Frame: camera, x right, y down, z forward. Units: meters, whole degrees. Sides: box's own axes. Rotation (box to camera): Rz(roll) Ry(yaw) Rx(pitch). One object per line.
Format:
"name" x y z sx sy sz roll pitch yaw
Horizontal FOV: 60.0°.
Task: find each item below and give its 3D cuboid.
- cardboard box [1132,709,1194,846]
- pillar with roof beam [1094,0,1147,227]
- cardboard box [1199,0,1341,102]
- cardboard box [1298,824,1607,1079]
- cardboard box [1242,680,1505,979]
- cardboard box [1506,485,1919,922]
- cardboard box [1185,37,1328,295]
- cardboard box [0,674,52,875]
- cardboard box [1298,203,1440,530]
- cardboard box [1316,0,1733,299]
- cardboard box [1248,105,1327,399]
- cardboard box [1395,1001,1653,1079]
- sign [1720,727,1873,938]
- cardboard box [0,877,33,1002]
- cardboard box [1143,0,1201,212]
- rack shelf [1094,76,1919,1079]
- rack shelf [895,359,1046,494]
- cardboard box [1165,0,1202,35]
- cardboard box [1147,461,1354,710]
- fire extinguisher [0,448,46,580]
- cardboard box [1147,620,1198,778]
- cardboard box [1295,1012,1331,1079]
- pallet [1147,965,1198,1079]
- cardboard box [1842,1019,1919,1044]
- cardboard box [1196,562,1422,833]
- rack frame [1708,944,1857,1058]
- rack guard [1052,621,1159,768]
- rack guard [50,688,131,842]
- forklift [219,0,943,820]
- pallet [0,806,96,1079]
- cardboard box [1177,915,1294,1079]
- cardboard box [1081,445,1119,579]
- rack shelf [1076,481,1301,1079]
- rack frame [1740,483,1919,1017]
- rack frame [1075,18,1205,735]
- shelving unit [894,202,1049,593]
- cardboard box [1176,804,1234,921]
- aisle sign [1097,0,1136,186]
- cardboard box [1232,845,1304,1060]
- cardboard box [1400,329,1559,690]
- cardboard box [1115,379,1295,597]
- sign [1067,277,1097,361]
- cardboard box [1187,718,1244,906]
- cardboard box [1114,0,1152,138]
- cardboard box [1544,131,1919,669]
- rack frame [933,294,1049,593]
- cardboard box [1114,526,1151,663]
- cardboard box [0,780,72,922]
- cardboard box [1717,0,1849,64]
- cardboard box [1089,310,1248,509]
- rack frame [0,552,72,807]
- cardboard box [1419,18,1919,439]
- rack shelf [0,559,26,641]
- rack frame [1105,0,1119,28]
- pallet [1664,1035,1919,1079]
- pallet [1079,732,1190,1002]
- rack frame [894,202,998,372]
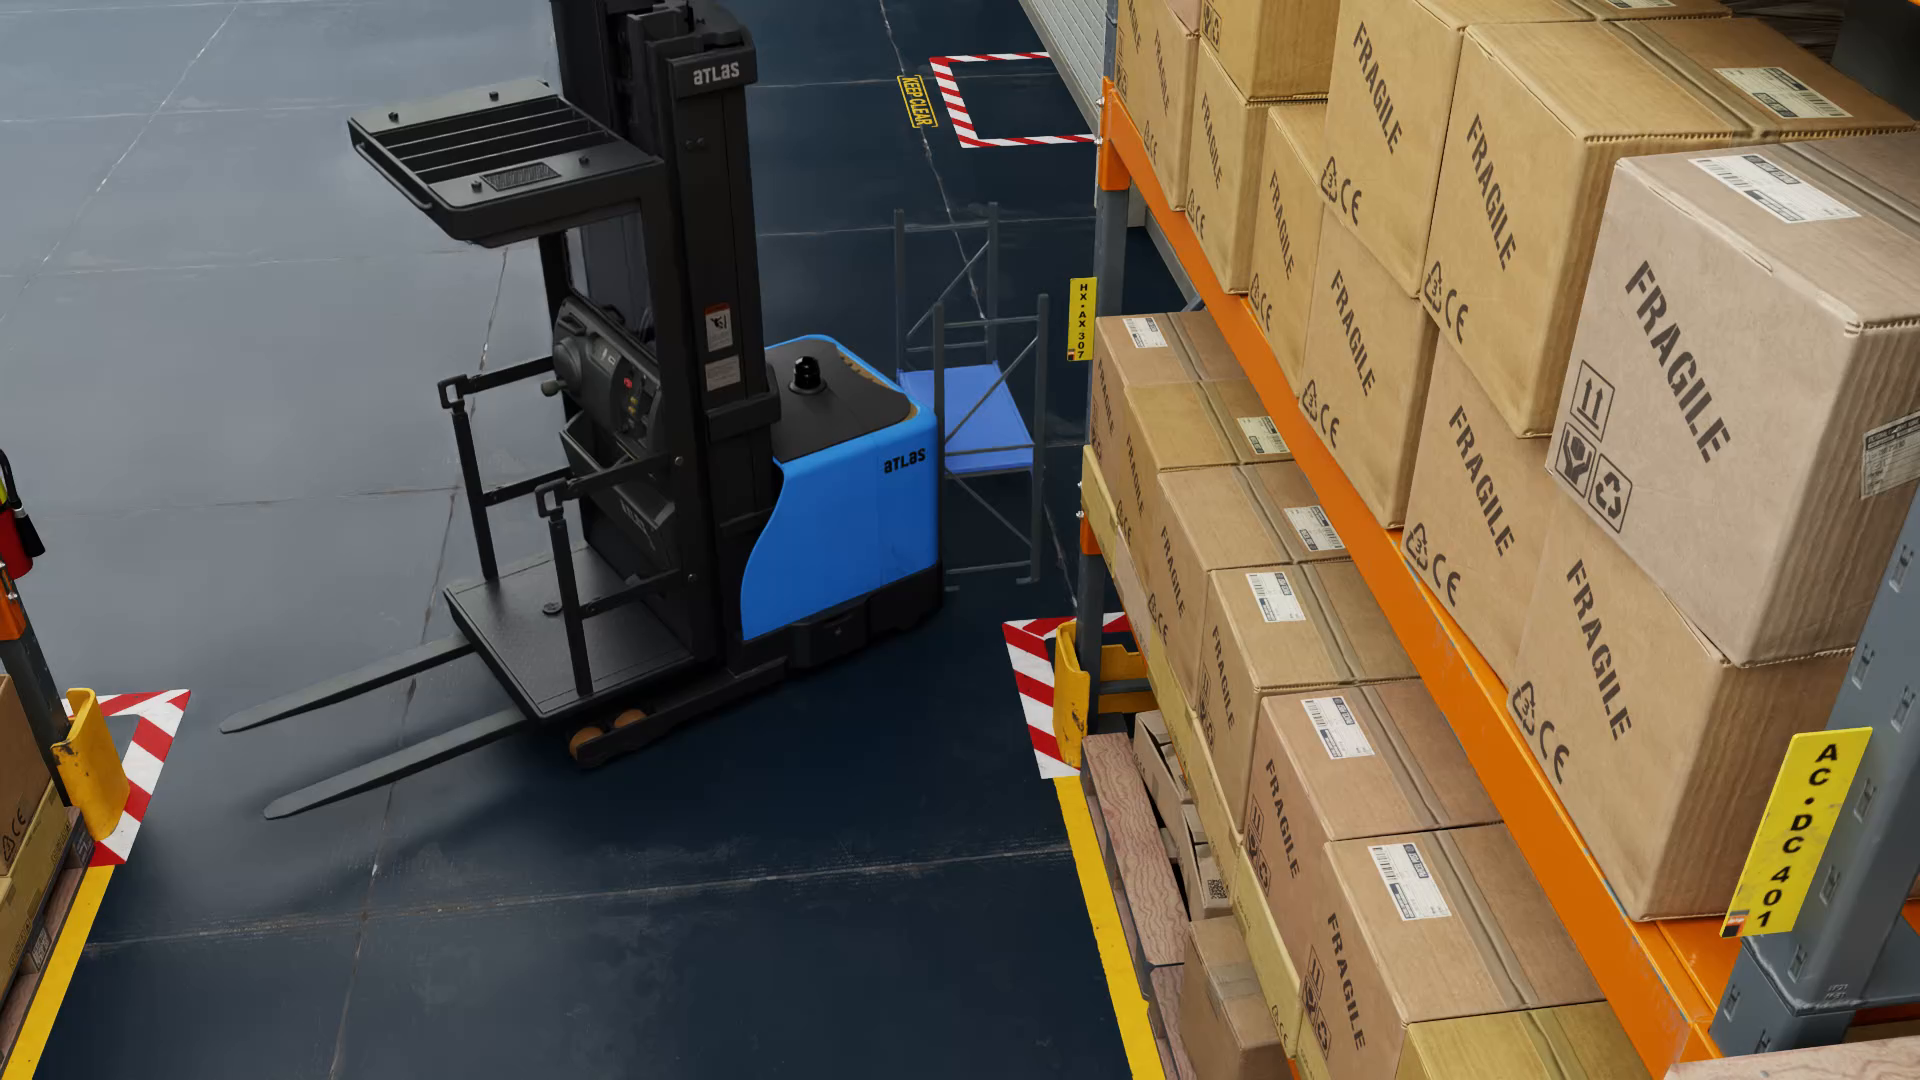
"cardboard box" 0.983 0.847 6.341 0.500 0.311 0.500 -8 35 -12
"pillar with roof beam" -3.142 -5.652 8.552 9.100 9.000 0.400 -4 35 -6
"cardboard box" 0.888 -1.376 3.947 0.500 0.500 0.500 -3 34 -5
"cardboard box" 1.074 0.982 3.595 0.500 0.500 0.500 -5 35 -7
"cardboard box" 1.017 0.700 4.009 0.500 0.500 0.500 -5 35 -8
"cardboard box" 1.204 0.203 2.518 0.500 0.500 0.500 -3 34 -5
"cardboard box" 0.887 -0.967 4.236 0.500 0.500 0.500 -3 34 -4
"cardboard box" -3.562 0.831 5.770 0.500 0.500 0.500 -4 35 -6
"cardboard box" 1.037 -0.385 3.381 0.500 0.500 0.500 -6 35 -8
"cardboard box" 1.016 -0.800 3.103 0.500 0.500 0.500 -6 35 -8
"cardboard box" 0.980 -0.670 3.799 0.500 0.500 0.500 -2 34 -3
"cardboard box" 1.147 1.260 3.187 0.500 0.500 0.500 -4 35 -6
"sign" 0.981 0.349 1.952 0.100 0.325 0.005 -4 35 -6
"cardboard box" -3.485 1.419 5.572 0.500 0.250 0.500 -4 35 -6
"cardboard box" 0.813 -1.257 4.660 0.500 0.500 0.500 -2 34 -3
"rack shelf" 1.248 -0.302 4.004 1.077 0.370 4.000 -4 35 -6
"rack shelf" 0.034 -0.535 8.023 0.538 0.185 1.000 -6 35 -9
"cardboard box" 0.808 -1.661 4.365 0.500 0.500 0.500 -5 35 -7
"cardboard box" 0.865 0.123 4.856 0.500 0.500 0.500 -5 35 -8
"fire extinguisher" -3.484 -0.167 5.901 0.296 0.674 0.183 -4 35 -6
"cardboard box" 0.877 0.448 5.045 0.500 0.250 0.500 -5 35 -7
"cardboard box" 1.094 1.290 3.809 0.500 0.250 0.500 -4 35 -6
"pallet" 1.225 1.854 5.341 1.003 0.211 1.213 -4 35 -6
"cardboard box" 1.661 1.222 3.242 0.500 0.500 0.500 -5 35 -7
"cardboard box" 0.947 0.410 4.434 0.500 0.500 0.500 -3 34 -5
"rack frame" 1.517 1.757 3.009 1.000 3.000 0.127 -4 35 -6
"rack guard" 0.990 0.600 6.926 1.175 0.500 0.348 -4 35 -6
"rack guard" -3.932 0.921 6.454 1.175 0.500 0.348 -4 35 -6
"forklift" -1.580 -0.611 6.544 3.031 2.935 1.130 -22 40 -28
"pallet" -3.785 1.477 5.894 1.003 0.211 1.213 -4 35 -6
"cardboard box" 1.109 1.500 5.215 0.700 0.500 0.500 -6 35 -9
"cardboard box" 0.730 -0.126 5.886 0.500 0.250 0.500 -5 35 -8
"rack shelf" 1.248 0.938 4.849 1.077 0.370 4.000 -4 35 -6
"rack frame" 1.517 -0.723 1.319 1.000 3.000 0.127 -4 35 -6
"rack frame" 0.979 -0.476 6.284 1.000 3.000 0.127 -4 35 -6
"shelving unit" 0.034 -0.684 7.922 0.538 1.500 1.048 -6 35 -9
"cardboard box" 1.060 1.165 5.874 0.500 0.311 0.500 -2 34 -2
"aisle sign" 0.672 -1.567 5.578 0.394 0.787 0.004 -4 35 -6
"cardboard box" 1.011 1.011 4.219 0.500 0.250 0.500 -5 35 -7
"cardboard box" 1.149 -0.079 2.932 0.500 0.500 0.500 -7 35 -10
"cardboard box" 0.802 -0.166 5.280 0.500 0.500 0.500 -4 35 -6
"sign" 0.442 -0.792 5.980 0.100 0.325 0.005 -4 35 -6
"cardboard box" 0.943 0.730 4.630 0.500 0.250 0.500 -4 34 -6
"cardboard box" 0.777 -1.559 5.104 0.500 0.500 0.500 -4 34 -5
"cardboard box" 1.181 -0.205 2.229 0.500 0.500 0.500 -7 35 -10
"rack frame" 0.133 -0.403 7.510 0.500 1.500 0.032 -6 35 -9
"cardboard box" 0.814 0.163 5.462 0.500 0.250 0.500 -5 35 -8
"cardboard box" -3.564 1.141 5.980 0.500 0.250 0.500 -4 35 -6
"cardboard box" 1.485 -1.095 3.536 0.500 0.500 0.500 -4 35 -6
"cardboard box" 0.746 -0.443 5.685 0.500 0.500 0.500 -4 35 -6
"rack frame" -3.929 -0.098 5.731 1.000 3.000 0.127 -4 35 -6
"cardboard box" 1.097 -0.511 2.679 0.500 0.500 0.500 -3 34 -4
"rack shelf" -3.660 1.315 4.296 1.077 0.370 4.000 -4 35 -6
"rack frame" 0.979 -2.955 4.595 1.000 3.000 0.127 -4 35 -6
"pallet" 1.495 0.947 1.700 1.213 0.211 1.003 -4 35 -6
"pallet" 1.064 1.175 6.338 1.003 0.211 1.213 -4 35 -6
"rack frame" -0.065 -0.965 8.334 0.500 1.500 0.032 -6 35 -9
